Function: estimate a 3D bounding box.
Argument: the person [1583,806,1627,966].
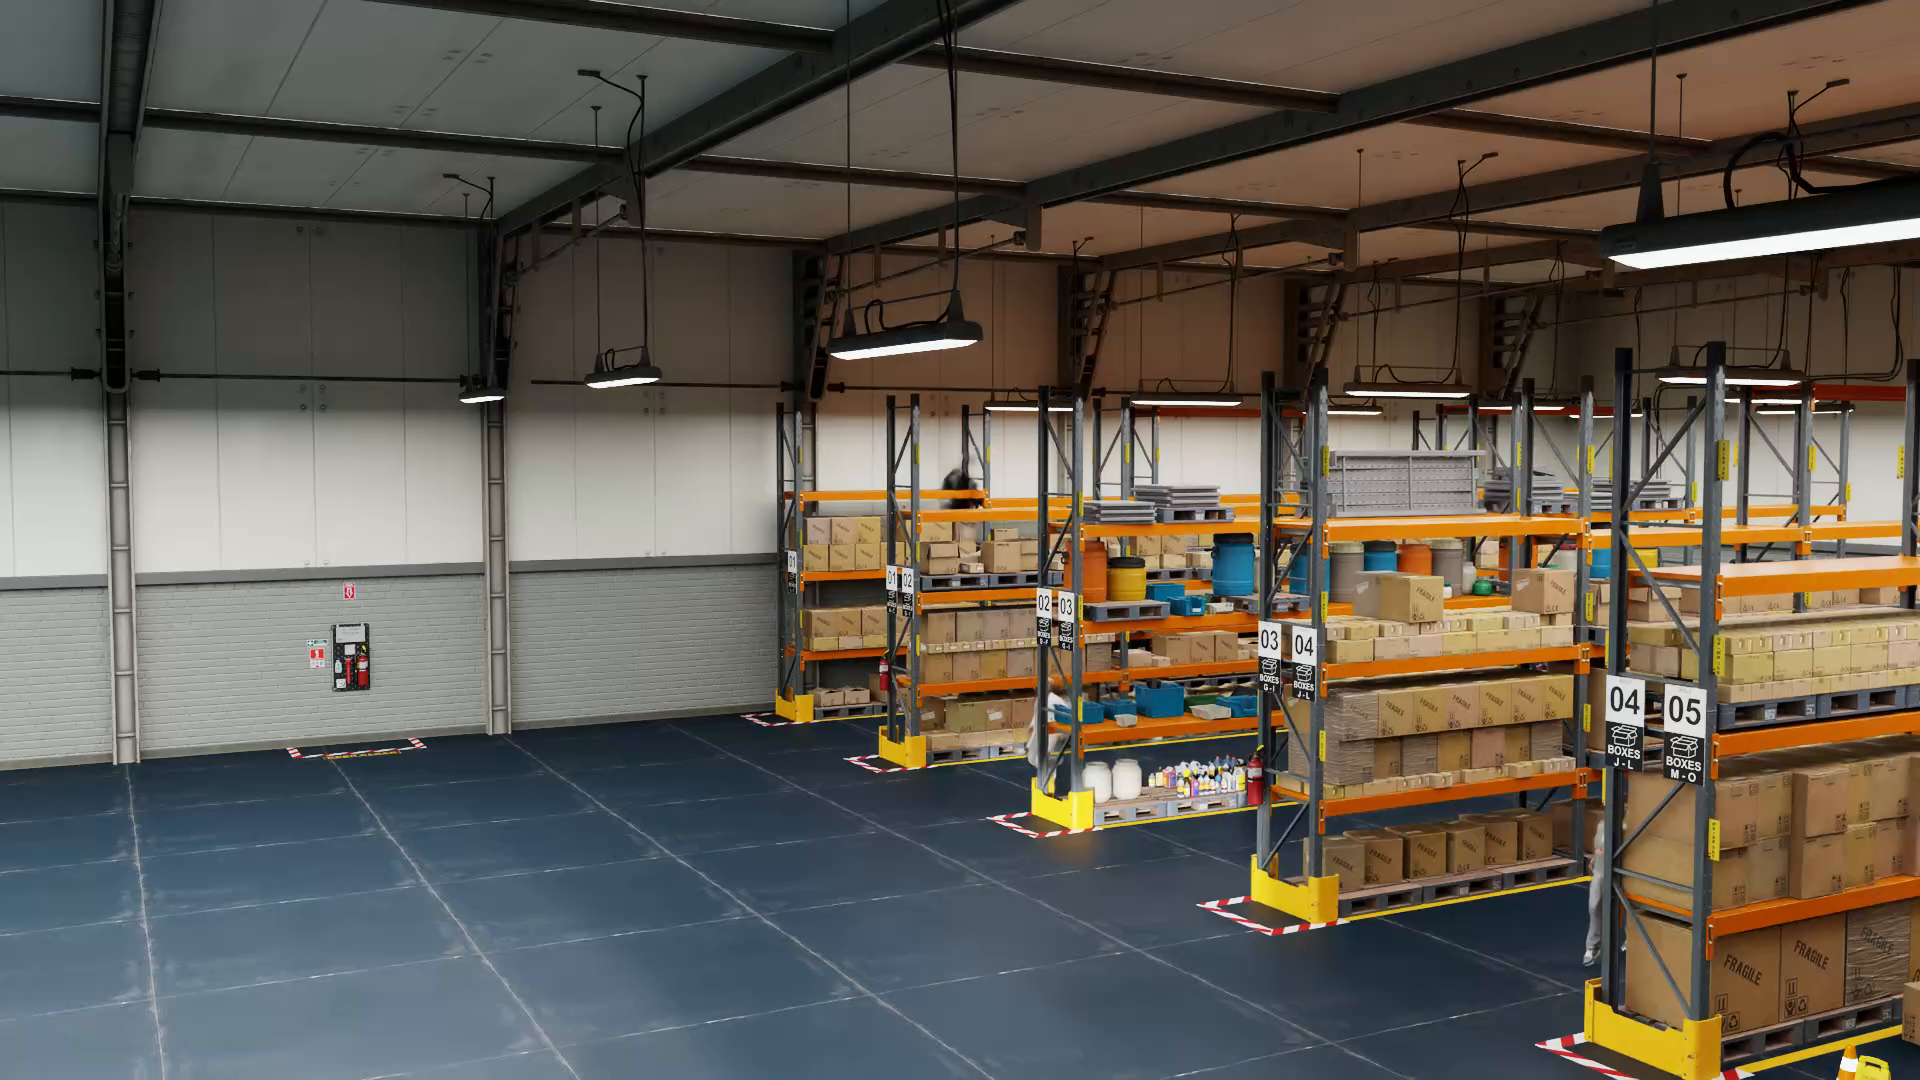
[{"bbox_3d":[6.541,3.405,16.684,0.778,1.630,0.518,-3,4,-42],"label":"person"}]

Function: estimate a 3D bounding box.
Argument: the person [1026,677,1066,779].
[{"bbox_3d":[1.313,2.901,24.789,0.633,1.722,0.707,-3,4,-41],"label":"person"}]
